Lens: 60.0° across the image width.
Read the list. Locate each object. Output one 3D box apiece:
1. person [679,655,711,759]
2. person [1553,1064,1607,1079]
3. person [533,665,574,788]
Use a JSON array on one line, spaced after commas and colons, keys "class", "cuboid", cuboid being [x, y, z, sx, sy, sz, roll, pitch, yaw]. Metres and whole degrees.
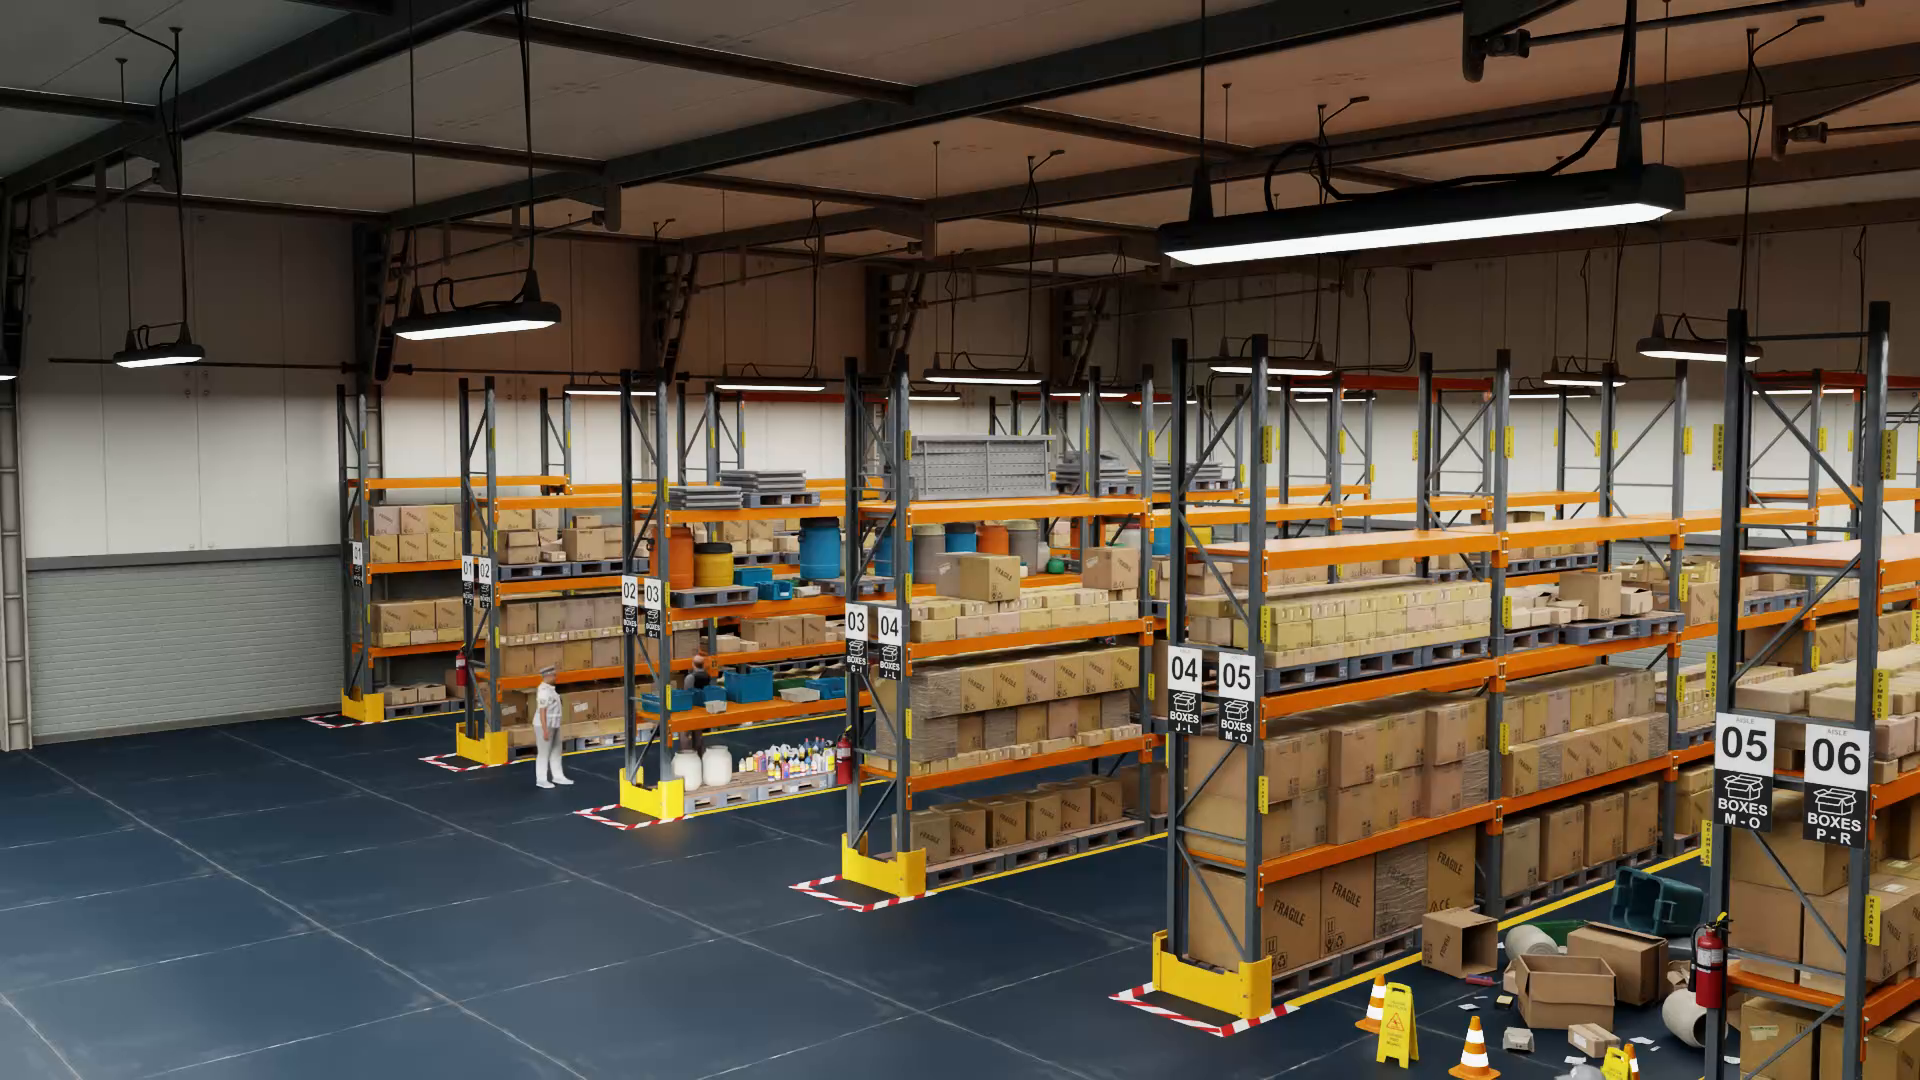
[{"class": "person", "cuboid": [-4.094, 2.641, 25.485, 0.392, 1.759, 0.610, 3, 5, 37]}, {"class": "person", "cuboid": [3.403, 3.748, 9.124, 0.426, 1.701, 0.619, 2, 4, 22]}, {"class": "person", "cuboid": [-5.933, 2.712, 24.160, 0.509, 1.791, 0.619, 0, 4, 3]}]
